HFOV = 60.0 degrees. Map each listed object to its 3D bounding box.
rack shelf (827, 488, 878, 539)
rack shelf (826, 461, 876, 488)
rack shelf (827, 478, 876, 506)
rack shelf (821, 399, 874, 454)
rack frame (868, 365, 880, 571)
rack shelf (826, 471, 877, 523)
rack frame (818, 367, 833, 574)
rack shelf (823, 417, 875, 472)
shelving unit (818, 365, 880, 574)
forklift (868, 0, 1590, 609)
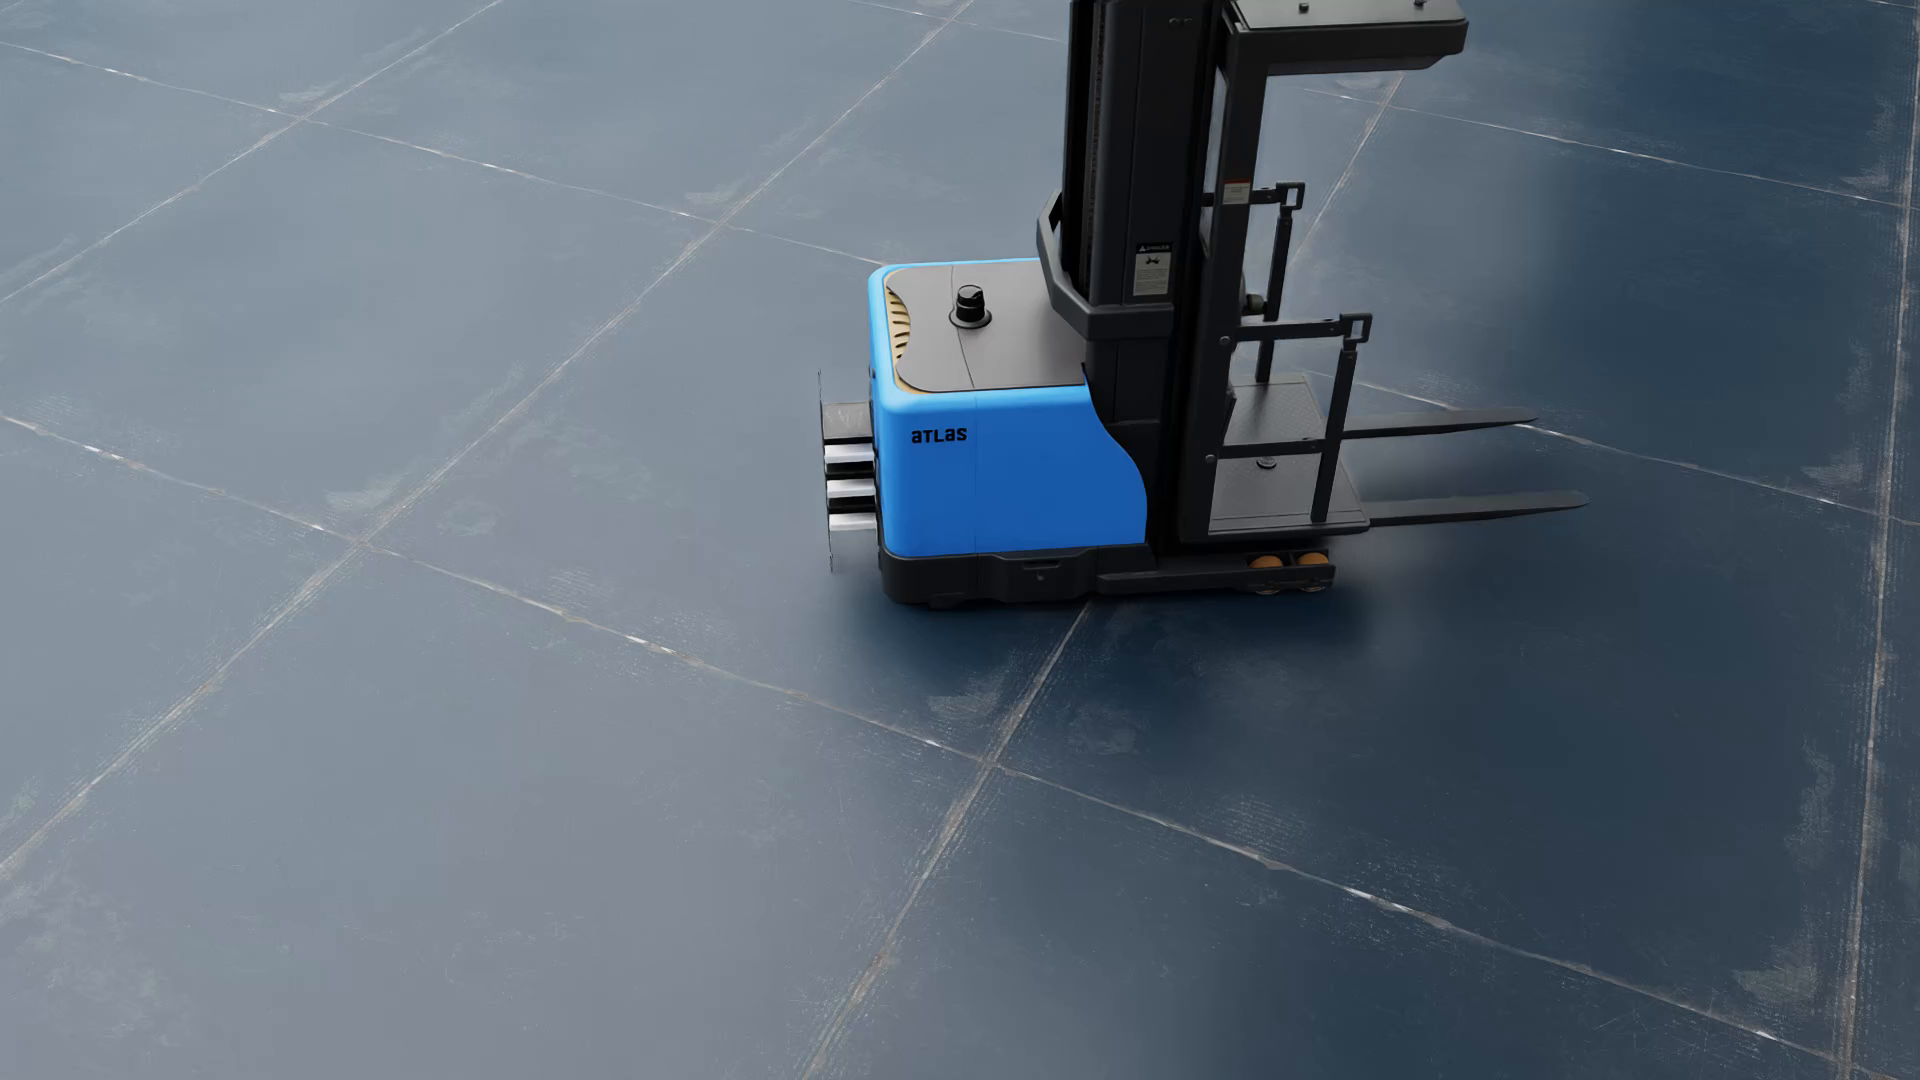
[{"bbox_3d":[-0.456,-0.120,7.027,0.200,0.077,0.258,-4,41,-4],"label":"rack shelf"},{"bbox_3d":[-0.456,-0.324,6.850,0.200,0.077,0.258,-4,41,-4],"label":"rack shelf"},{"bbox_3d":[-0.456,-0.256,6.909,0.200,0.077,0.258,-4,41,-4],"label":"rack shelf"},{"bbox_3d":[-0.456,-0.460,6.732,0.200,0.077,0.258,-4,41,-4],"label":"rack shelf"},{"bbox_3d":[-0.355,-0.287,6.895,0.006,0.900,0.240,-4,41,-4],"label":"rack frame"},{"bbox_3d":[-0.456,-0.188,6.968,0.200,0.077,0.258,-4,41,-4],"label":"rack shelf"},{"bbox_3d":[-0.557,-0.275,6.880,0.006,0.900,0.240,-4,41,-4],"label":"rack frame"},{"bbox_3d":[-0.456,-0.392,6.791,0.200,0.077,0.258,-4,41,-4],"label":"rack shelf"},{"bbox_3d":[-0.456,-0.281,6.887,0.210,0.900,0.258,-4,41,-4],"label":"shelving unit"},{"bbox_3d":[1.152,-1.222,6.421,3.031,2.935,1.130,-4,41,-4],"label":"forklift"}]
